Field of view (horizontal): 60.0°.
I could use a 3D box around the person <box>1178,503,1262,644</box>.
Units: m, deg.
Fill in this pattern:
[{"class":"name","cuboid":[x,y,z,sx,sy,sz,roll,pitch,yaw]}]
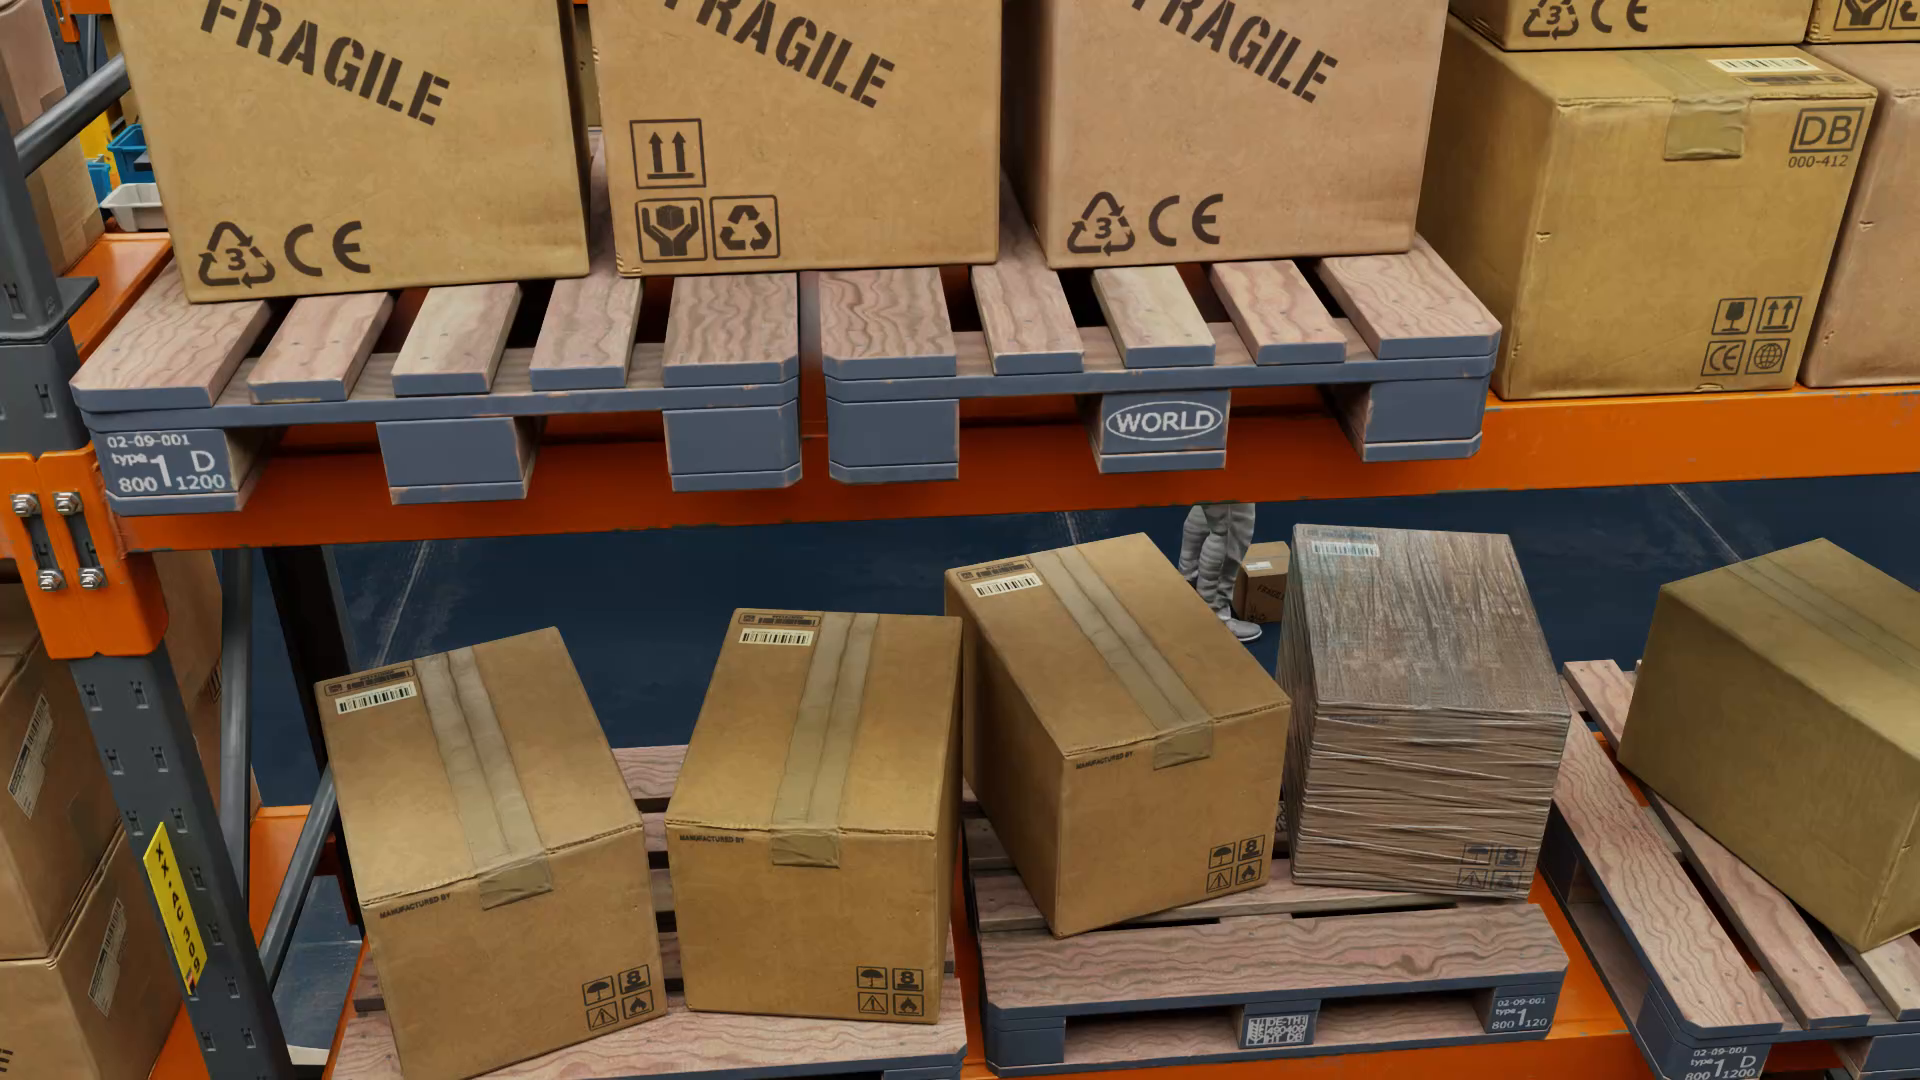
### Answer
[{"class":"person","cuboid":[1.095,-0.409,6.799,0.469,1.666,0.542,-3,31,-5]}]
